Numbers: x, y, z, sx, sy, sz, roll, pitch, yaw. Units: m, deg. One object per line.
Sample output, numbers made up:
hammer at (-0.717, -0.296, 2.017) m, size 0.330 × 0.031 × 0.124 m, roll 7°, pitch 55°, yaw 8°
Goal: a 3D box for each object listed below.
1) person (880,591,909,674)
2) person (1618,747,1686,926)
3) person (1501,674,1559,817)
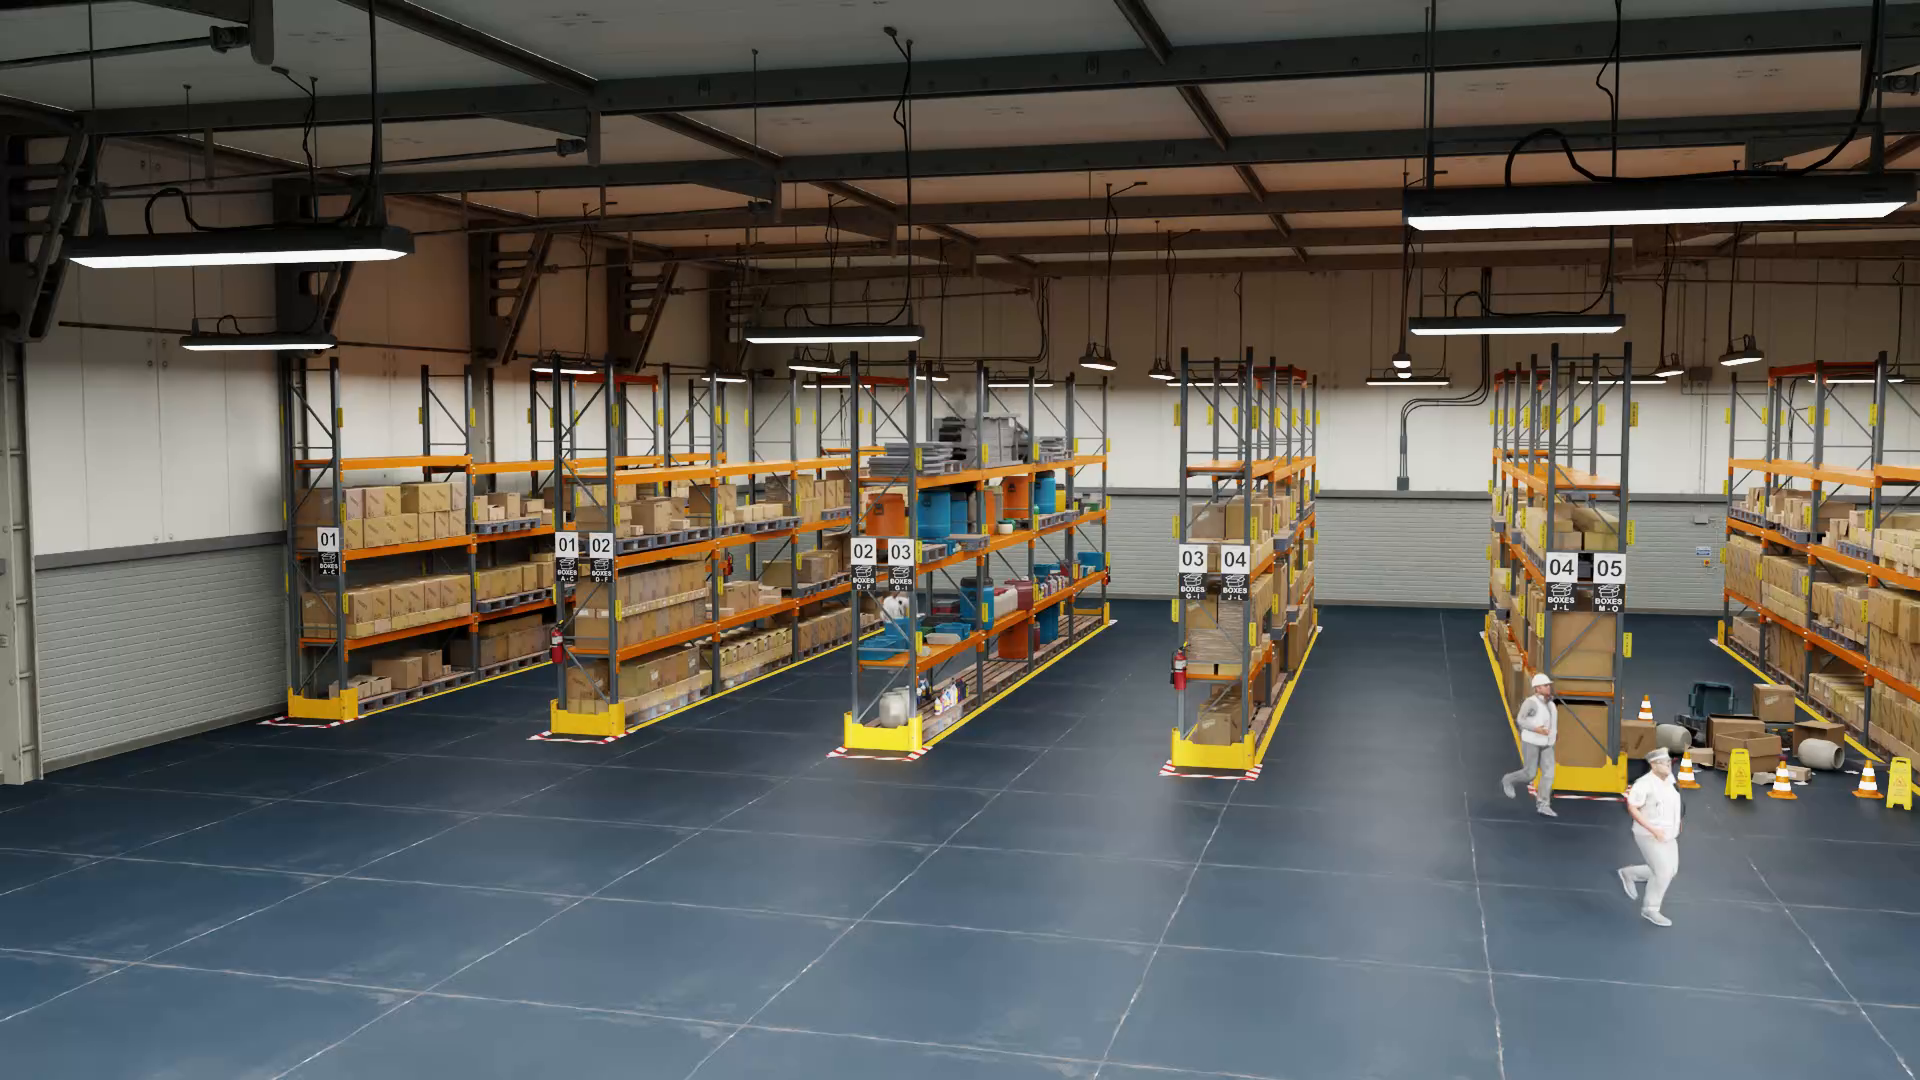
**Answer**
person at (-1.200, 1.604, 30.834) m, size 0.630 × 1.668 × 0.852 m, roll 1°, pitch 4°, yaw 14°
person at (6.891, 2.916, 16.657) m, size 0.669 × 1.770 × 0.667 m, roll -3°, pitch 5°, yaw -34°
person at (7.370, 2.583, 21.195) m, size 0.671 × 1.761 × 0.911 m, roll -2°, pitch 5°, yaw -24°
